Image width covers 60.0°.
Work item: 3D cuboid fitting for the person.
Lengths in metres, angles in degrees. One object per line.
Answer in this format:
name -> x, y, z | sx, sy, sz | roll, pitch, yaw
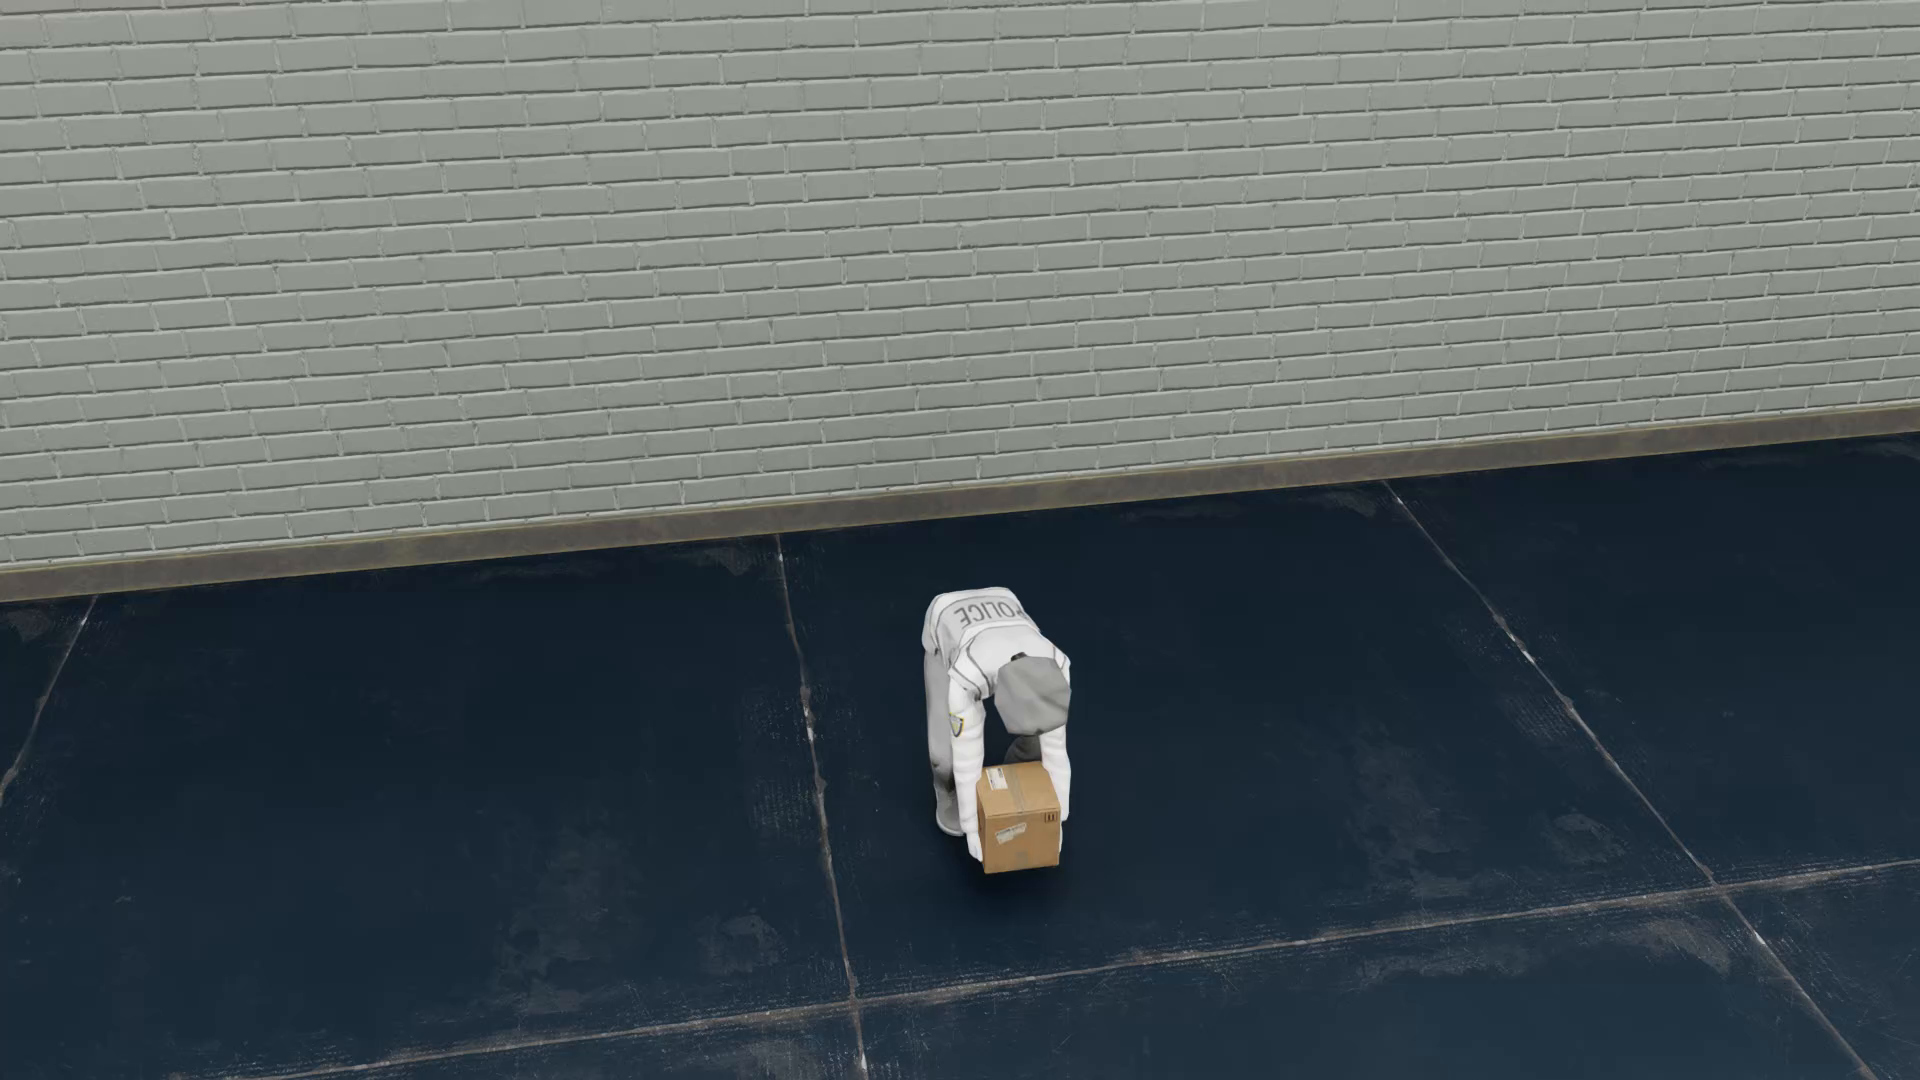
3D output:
person -> 0.122, 0.648, 5.700 | 0.452, 1.000, 0.917 | -7, 32, -11
